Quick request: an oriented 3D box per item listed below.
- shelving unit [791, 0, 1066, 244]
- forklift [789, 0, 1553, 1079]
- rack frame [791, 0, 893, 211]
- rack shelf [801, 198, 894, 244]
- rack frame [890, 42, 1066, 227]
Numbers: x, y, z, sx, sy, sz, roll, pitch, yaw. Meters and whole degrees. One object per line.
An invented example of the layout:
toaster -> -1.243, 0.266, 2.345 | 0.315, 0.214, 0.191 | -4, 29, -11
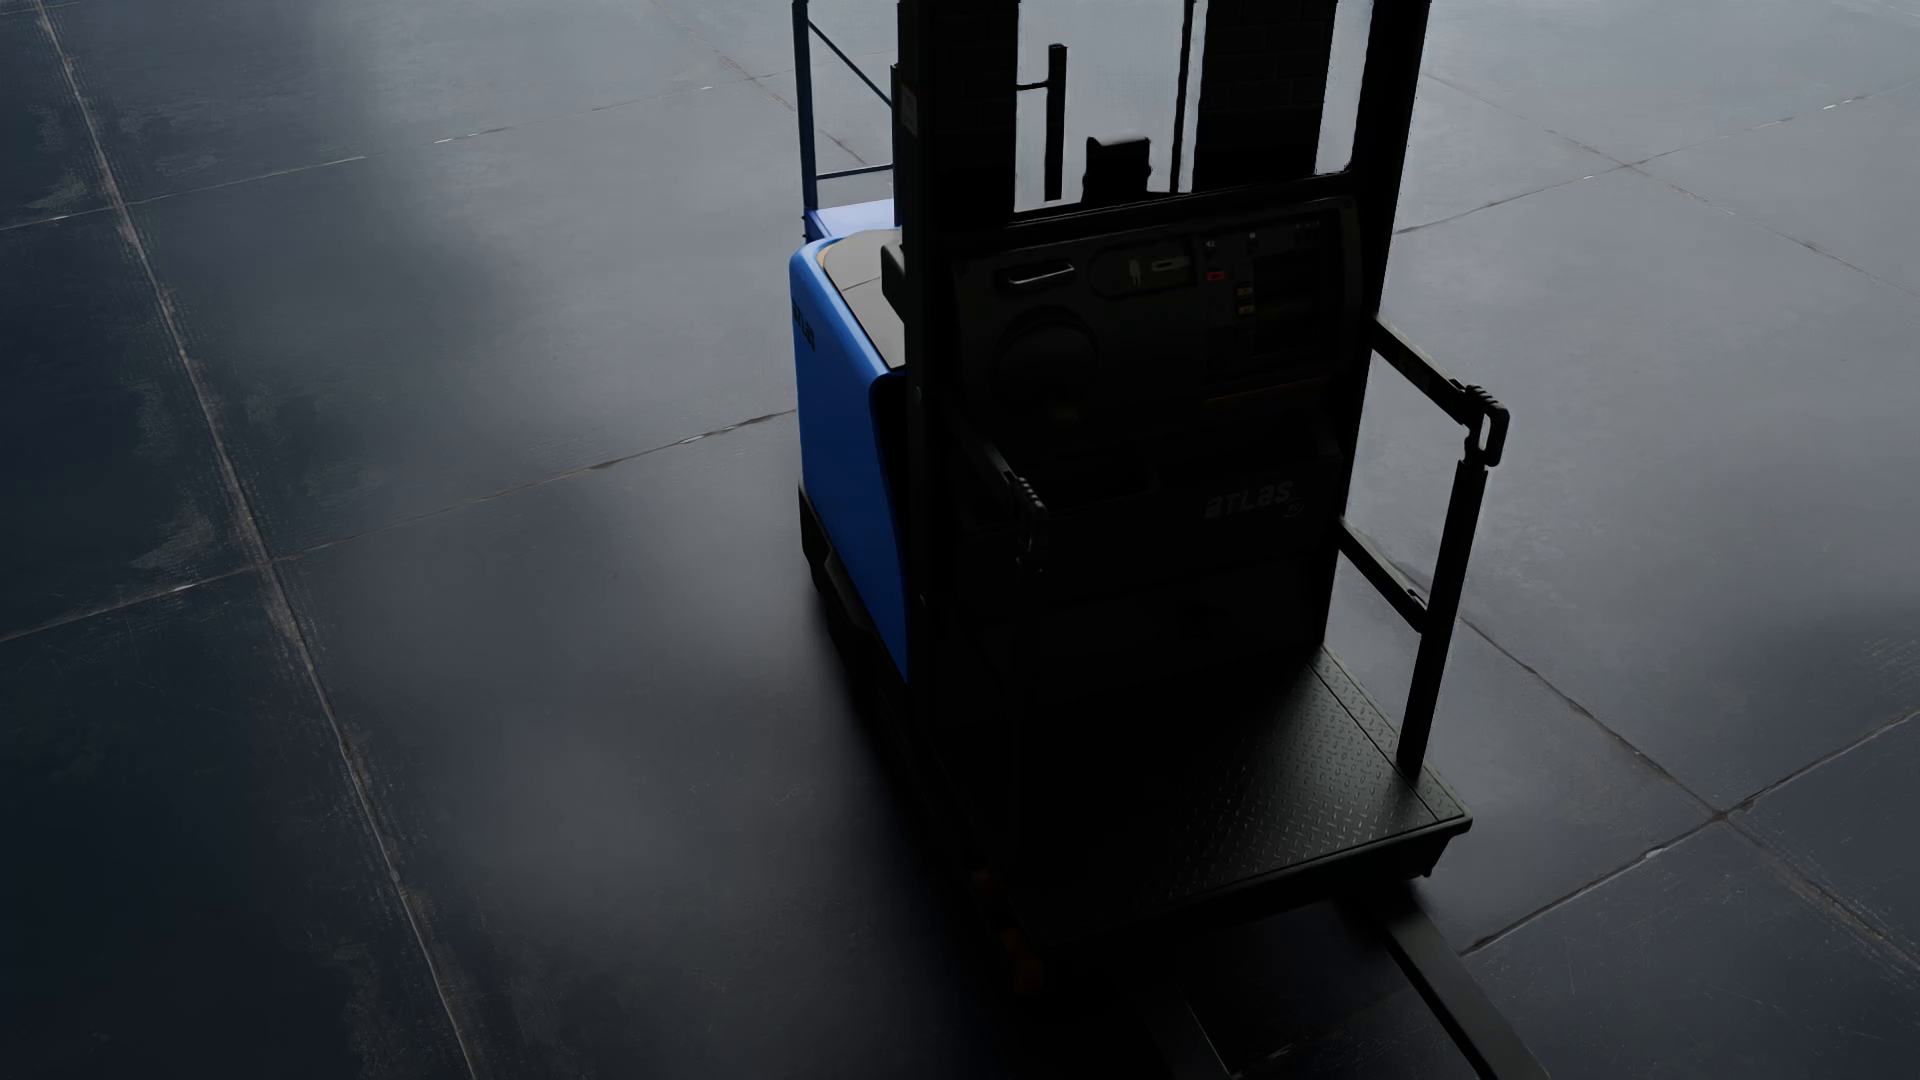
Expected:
shelving unit -> -0.123, -0.992, 5.336 | 0.538, 1.500, 1.048 | -12, 38, -16
forklift -> 0.502, -0.415, 3.333 | 1.130, 2.935, 3.031 | -12, 38, -16
rack frame -> -0.298, -1.273, 5.721 | 0.500, 1.500, 0.032 | -12, 38, -16
rack shelf -> -0.123, -0.846, 5.442 | 0.538, 0.185, 1.000 | -12, 38, -16
rack frame -> 0.053, -0.710, 4.951 | 0.500, 1.500, 0.032 | -12, 38, -16
